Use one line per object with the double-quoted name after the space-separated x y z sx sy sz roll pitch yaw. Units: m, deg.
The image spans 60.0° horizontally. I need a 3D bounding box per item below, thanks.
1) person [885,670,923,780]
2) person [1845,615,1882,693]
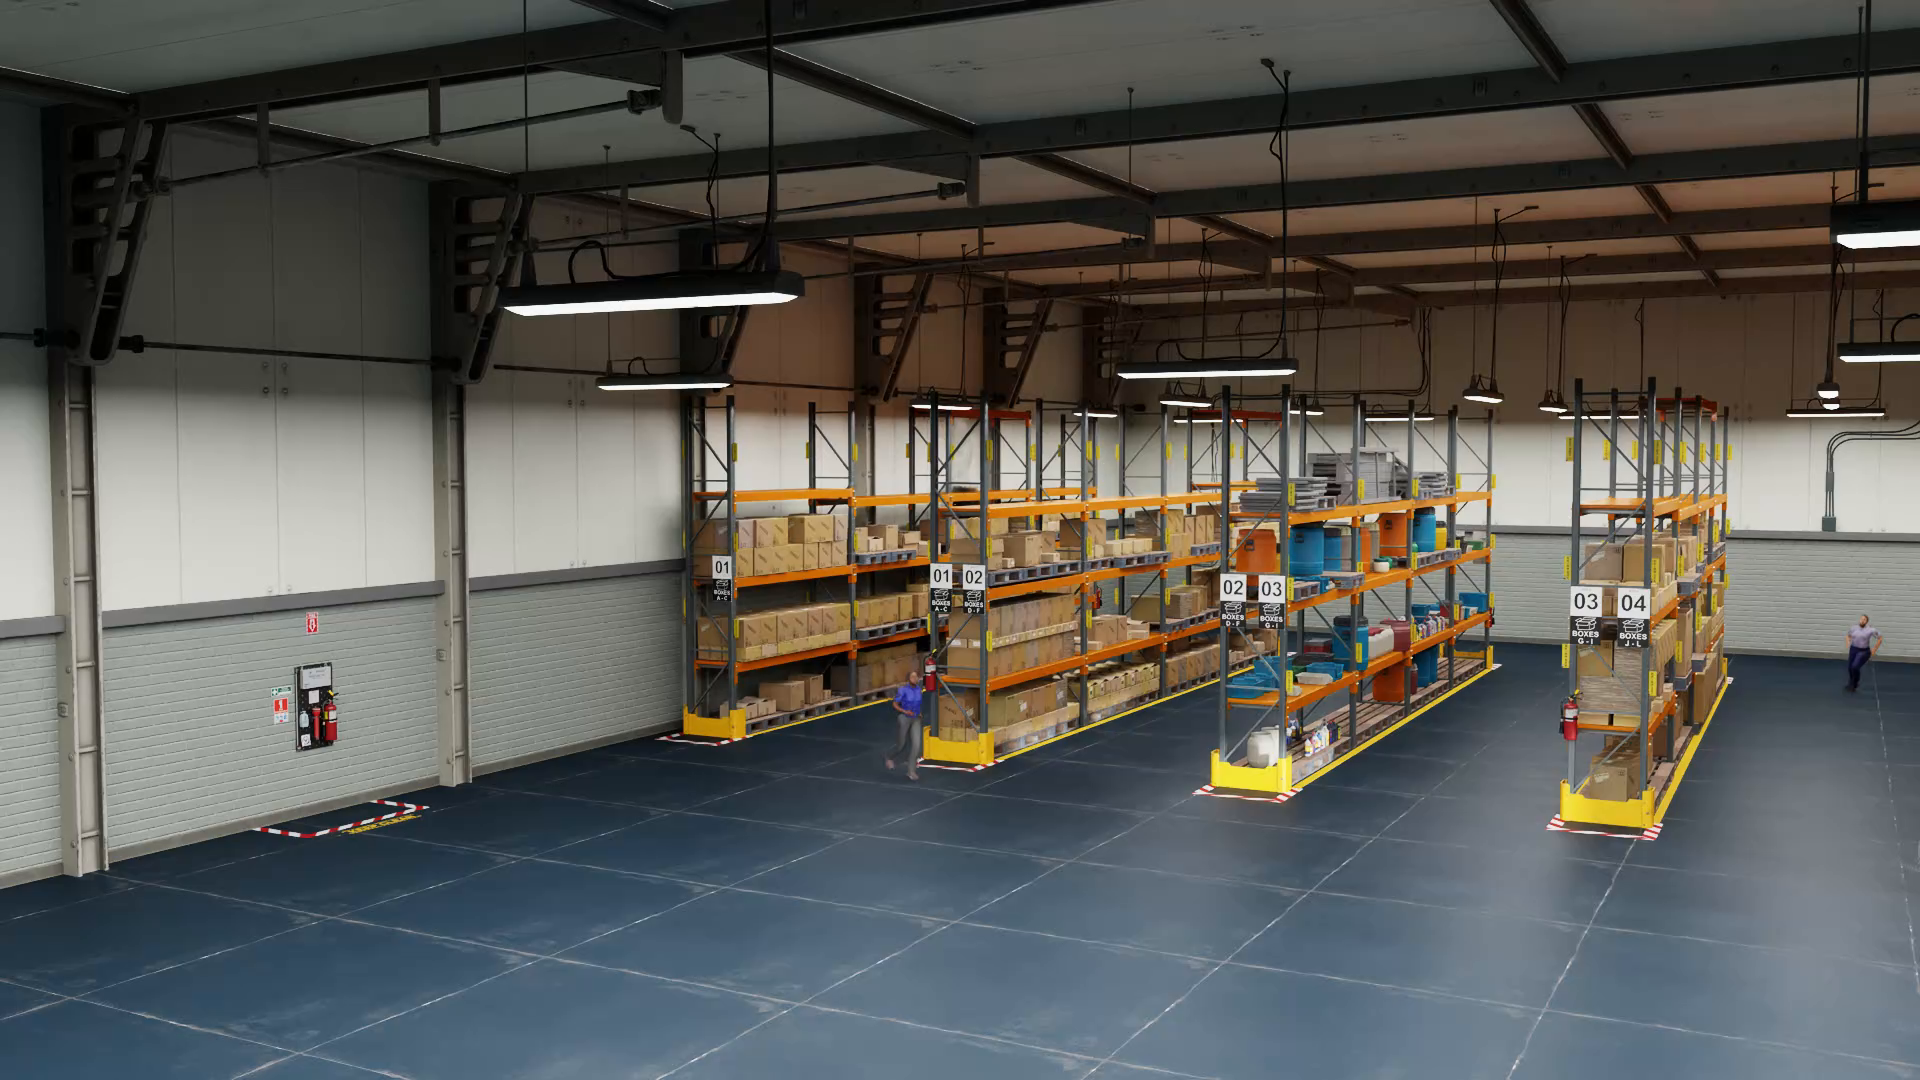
-0.800 2.839 25.761 0.592 1.656 0.805 -2 4 -32 "person"
18.793 2.384 34.714 0.680 1.669 0.698 -2 4 -32 "person"
